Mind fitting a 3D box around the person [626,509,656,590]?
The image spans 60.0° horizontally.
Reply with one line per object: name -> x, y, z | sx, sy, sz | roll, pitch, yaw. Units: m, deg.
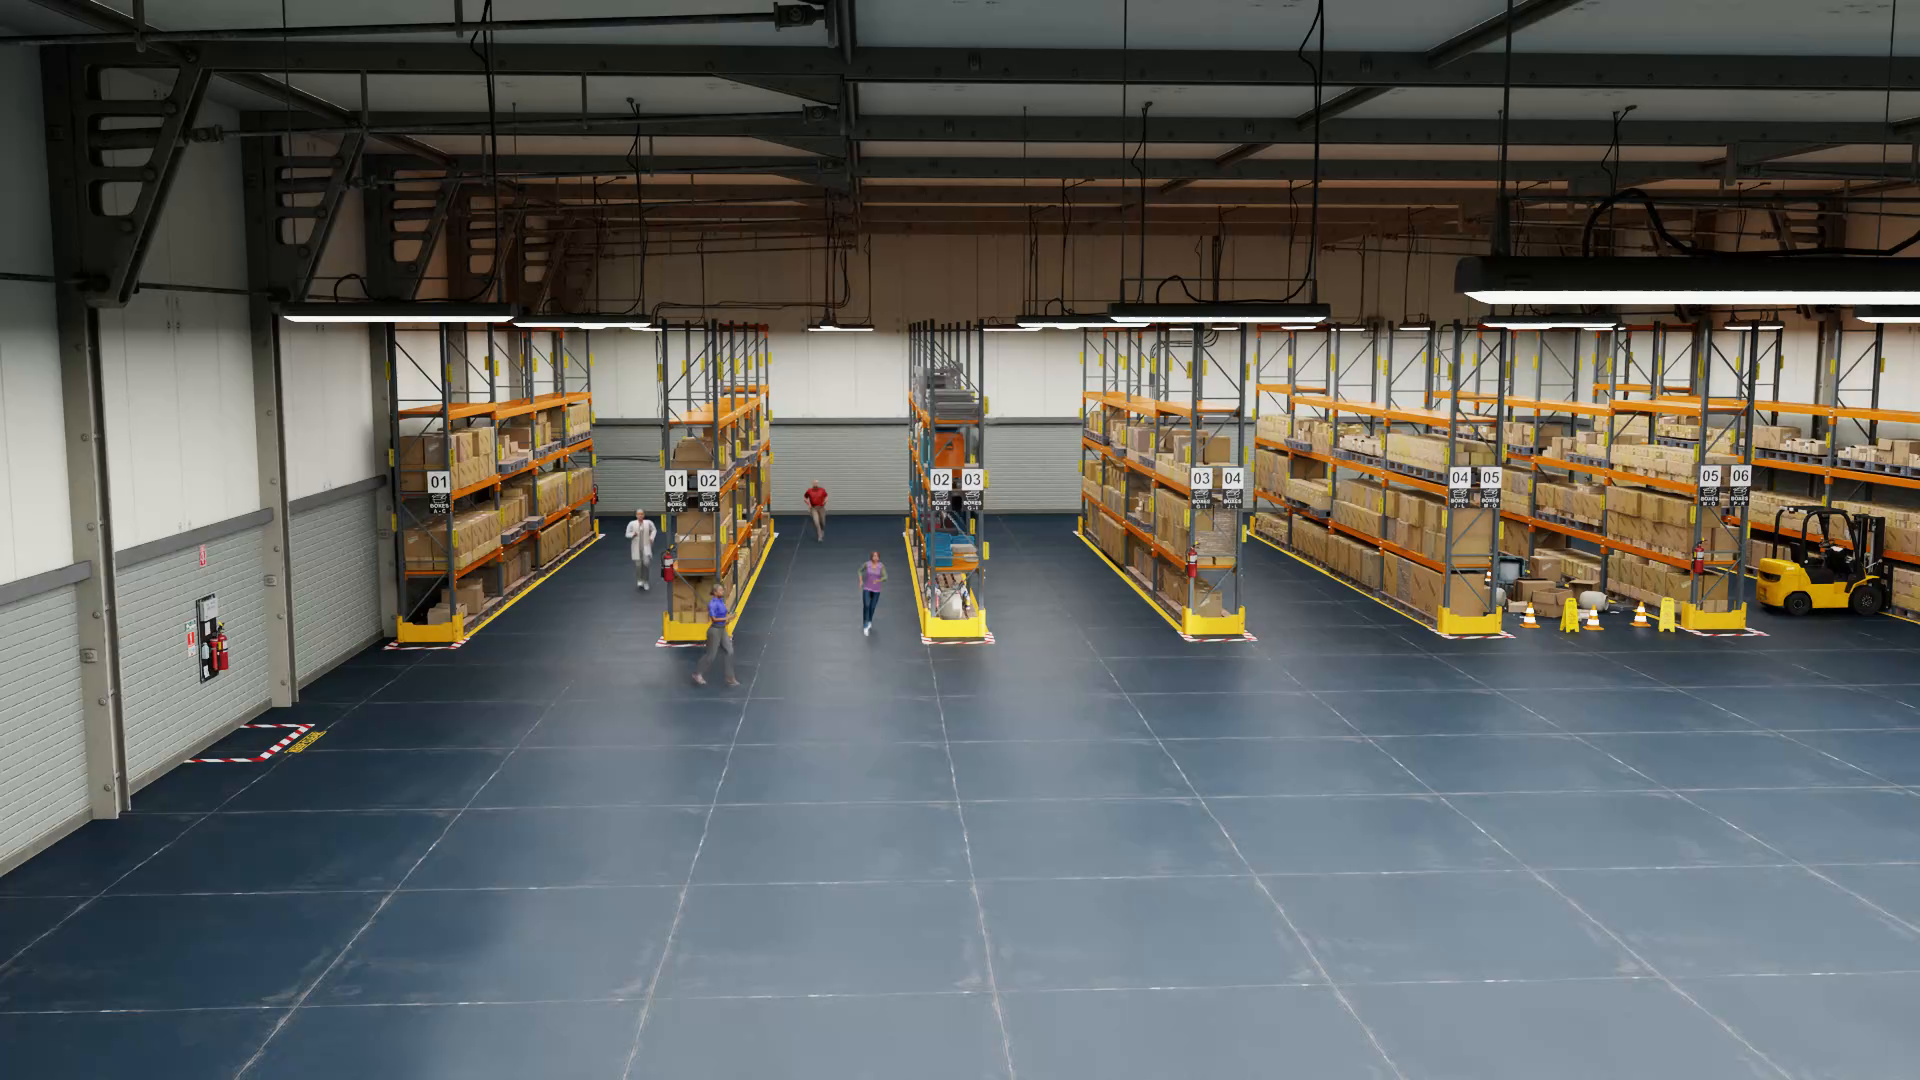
person -> -7.176, 0.223, 37.459 | 0.685, 1.826, 0.777 | -1, 7, -11

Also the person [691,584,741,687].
person -> -3.976, 1.557, 27.083 | 0.773, 1.708, 0.603 | 2, 7, 13

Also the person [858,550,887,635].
person -> -1.680, 1.006, 32.071 | 0.551, 1.640, 0.732 | -1, 7, -8

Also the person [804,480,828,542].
person -> -3.996, -0.825, 46.306 | 0.673, 1.725, 0.810 | -2, 7, -13
